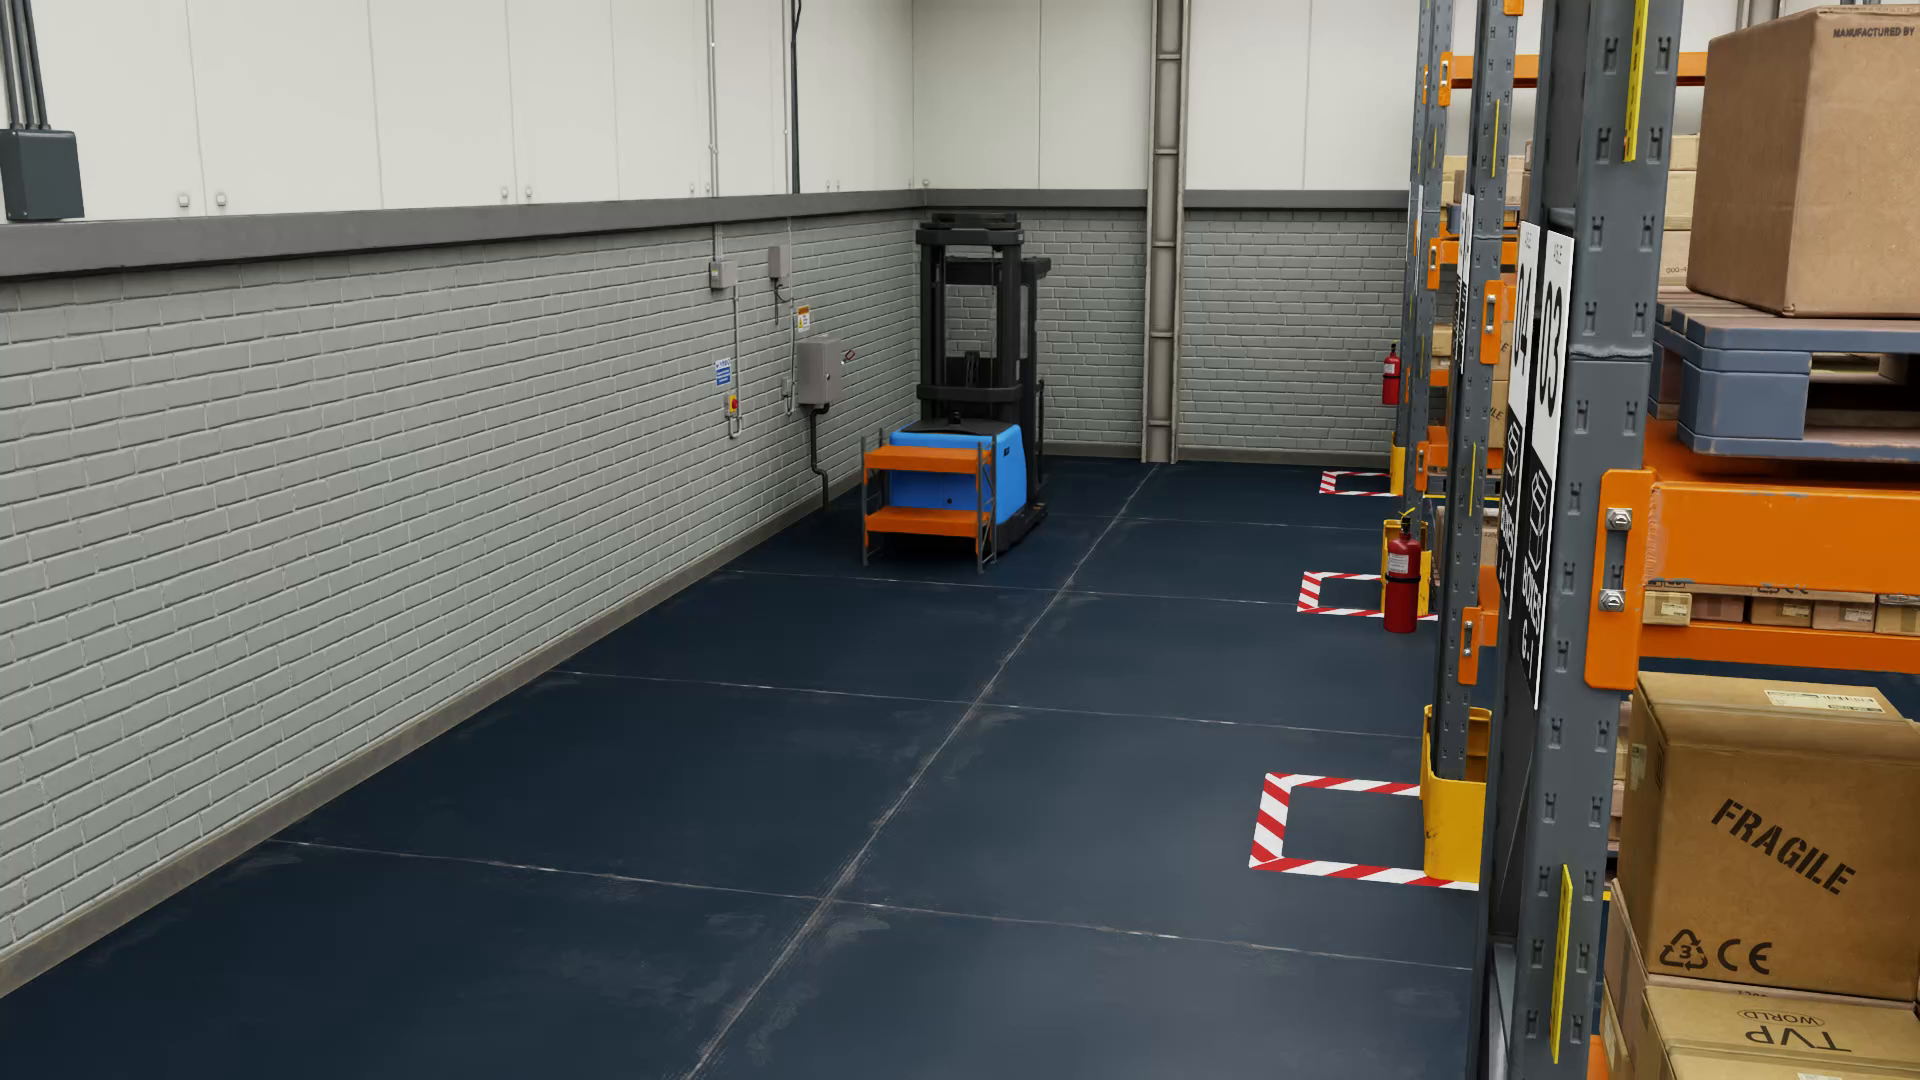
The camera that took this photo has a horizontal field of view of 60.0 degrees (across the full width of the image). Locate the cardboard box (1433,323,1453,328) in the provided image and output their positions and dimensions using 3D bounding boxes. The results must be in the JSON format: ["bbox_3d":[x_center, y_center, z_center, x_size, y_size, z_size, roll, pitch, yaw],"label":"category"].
[{"bbox_3d":[5.238,-2.160,17.704,0.500,0.250,0.500,3,13,15],"label":"cardboard box"}]

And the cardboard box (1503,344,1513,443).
[{"bbox_3d":[2.958,-0.677,8.132,0.500,0.500,0.500,3,13,12],"label":"cardboard box"}]

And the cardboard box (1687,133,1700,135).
[{"bbox_3d":[5.464,-2.643,11.865,0.500,0.500,0.500,3,13,15],"label":"cardboard box"}]

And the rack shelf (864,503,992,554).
[{"bbox_3d":[-0.260,-0.102,14.224,1.000,0.278,0.538,4,13,16],"label":"rack shelf"}]

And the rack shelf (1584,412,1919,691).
[{"bbox_3d":[3.110,0.062,2.763,4.000,0.370,1.077,3,13,14],"label":"rack shelf"}]

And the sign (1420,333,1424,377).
[{"bbox_3d":[3.403,-1.357,12.243,0.005,0.325,0.100,3,13,14],"label":"sign"}]

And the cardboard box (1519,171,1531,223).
[{"bbox_3d":[2.963,-1.631,7.926,0.500,0.250,0.500,3,13,12],"label":"cardboard box"}]

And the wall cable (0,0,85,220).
[{"bbox_3d":[-3.496,-4.446,7.069,0.120,5.999,2.277,3,13,14],"label":"wall cable"}]

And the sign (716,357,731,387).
[{"bbox_3d":[-2.009,-1.425,14.106,0.001,0.218,0.327,3,13,14],"label":"sign"}]

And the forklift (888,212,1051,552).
[{"bbox_3d":[0.231,-1.598,15.671,1.130,2.935,3.031,3,13,14],"label":"forklift"}]

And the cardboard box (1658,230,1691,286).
[{"bbox_3d":[3.339,-1.252,7.372,0.500,0.250,0.500,3,13,15],"label":"cardboard box"}]

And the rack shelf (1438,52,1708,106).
[{"bbox_3d":[5.484,-3.291,11.874,4.000,0.370,1.077,3,13,14],"label":"rack shelf"}]

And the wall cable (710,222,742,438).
[{"bbox_3d":[-1.938,-1.811,14.054,0.123,1.953,0.585,3,13,14],"label":"wall cable"}]

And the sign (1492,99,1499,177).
[{"bbox_3d":[2.325,-1.743,7.221,0.005,0.325,0.100,3,13,14],"label":"sign"}]

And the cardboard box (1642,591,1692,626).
[{"bbox_3d":[3.196,0.272,7.662,0.250,0.149,0.380,3,13,12],"label":"cardboard box"}]

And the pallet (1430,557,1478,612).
[{"bbox_3d":[4.337,0.374,13.060,1.213,0.211,1.003,3,13,14],"label":"pallet"}]

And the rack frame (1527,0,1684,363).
[{"bbox_3d":[1.168,-1.857,2.828,0.127,3.000,1.000,3,13,14],"label":"rack frame"}]

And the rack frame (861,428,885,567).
[{"bbox_3d":[-0.748,-0.371,14.310,0.032,1.125,0.500,4,13,16],"label":"rack frame"}]

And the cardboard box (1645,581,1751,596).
[{"bbox_3d":[3.350,-0.056,7.644,0.500,0.500,0.500,3,13,14],"label":"cardboard box"}]

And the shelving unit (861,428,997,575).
[{"bbox_3d":[-0.260,-0.340,14.171,1.048,1.125,0.538,4,13,16],"label":"shelving unit"}]

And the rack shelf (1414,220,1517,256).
[{"bbox_3d":[6.670,-3.066,16.861,4.000,0.370,1.077,3,13,14],"label":"rack shelf"}]

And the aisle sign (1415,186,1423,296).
[{"bbox_3d":[3.403,-2.224,12.331,0.004,0.787,0.394,3,13,14],"label":"aisle sign"}]

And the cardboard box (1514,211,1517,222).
[{"bbox_3d":[5.705,-3.273,16.715,0.250,0.149,0.380,3,13,15],"label":"cardboard box"}]

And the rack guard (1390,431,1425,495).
[{"bbox_3d":[4.802,-0.832,17.829,0.348,0.500,1.175,3,13,14],"label":"rack guard"}]

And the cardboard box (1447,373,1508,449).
[{"bbox_3d":[3.940,-0.976,12.475,0.500,0.500,0.500,3,13,13],"label":"cardboard box"}]

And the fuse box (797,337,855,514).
[{"bbox_3d":[-1.293,-1.105,16.264,0.414,1.711,0.539,3,13,14],"label":"fuse box"}]

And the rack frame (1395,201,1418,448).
[{"bbox_3d":[4.728,-2.056,17.576,0.127,3.000,1.000,3,13,14],"label":"rack frame"}]

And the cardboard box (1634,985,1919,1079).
[{"bbox_3d":[1.569,1.082,3.093,0.500,0.250,0.500,3,13,12],"label":"cardboard box"}]

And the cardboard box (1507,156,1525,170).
[{"bbox_3d":[5.588,-3.730,16.702,0.500,0.250,0.500,3,13,13],"label":"cardboard box"}]

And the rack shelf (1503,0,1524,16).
[{"bbox_3d":[4.396,-2.438,7.116,4.000,0.370,1.077,3,13,14],"label":"rack shelf"}]

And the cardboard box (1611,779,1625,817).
[{"bbox_3d":[3.154,1.183,7.903,0.250,0.149,0.380,3,13,13],"label":"cardboard box"}]

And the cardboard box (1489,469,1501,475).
[{"bbox_3d":[5.702,-0.787,17.470,0.250,0.149,0.380,3,13,11],"label":"cardboard box"}]

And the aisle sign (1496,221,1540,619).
[{"bbox_3d":[1.170,-0.264,3.497,0.004,0.787,0.394,3,13,14],"label":"aisle sign"}]

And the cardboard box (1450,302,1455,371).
[{"bbox_3d":[4.067,-1.574,12.864,0.500,0.500,0.500,4,13,15],"label":"cardboard box"}]

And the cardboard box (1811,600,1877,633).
[{"bbox_3d":[3.970,0.295,7.560,0.250,0.149,0.380,3,13,12],"label":"cardboard box"}]

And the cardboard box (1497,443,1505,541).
[{"bbox_3d":[2.952,-0.191,8.251,0.500,0.500,0.500,3,13,15],"label":"cardboard box"}]

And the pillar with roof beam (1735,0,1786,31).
[{"bbox_3d":[7.120,-4.098,12.927,0.400,9.000,9.100,3,13,14],"label":"pillar with roof beam"}]

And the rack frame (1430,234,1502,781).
[{"bbox_3d":[2.454,0.034,8.155,0.127,3.000,1.000,3,13,14],"label":"rack frame"}]

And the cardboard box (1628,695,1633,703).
[{"bbox_3d":[3.541,0.916,8.417,0.250,0.149,0.380,3,13,12],"label":"cardboard box"}]
